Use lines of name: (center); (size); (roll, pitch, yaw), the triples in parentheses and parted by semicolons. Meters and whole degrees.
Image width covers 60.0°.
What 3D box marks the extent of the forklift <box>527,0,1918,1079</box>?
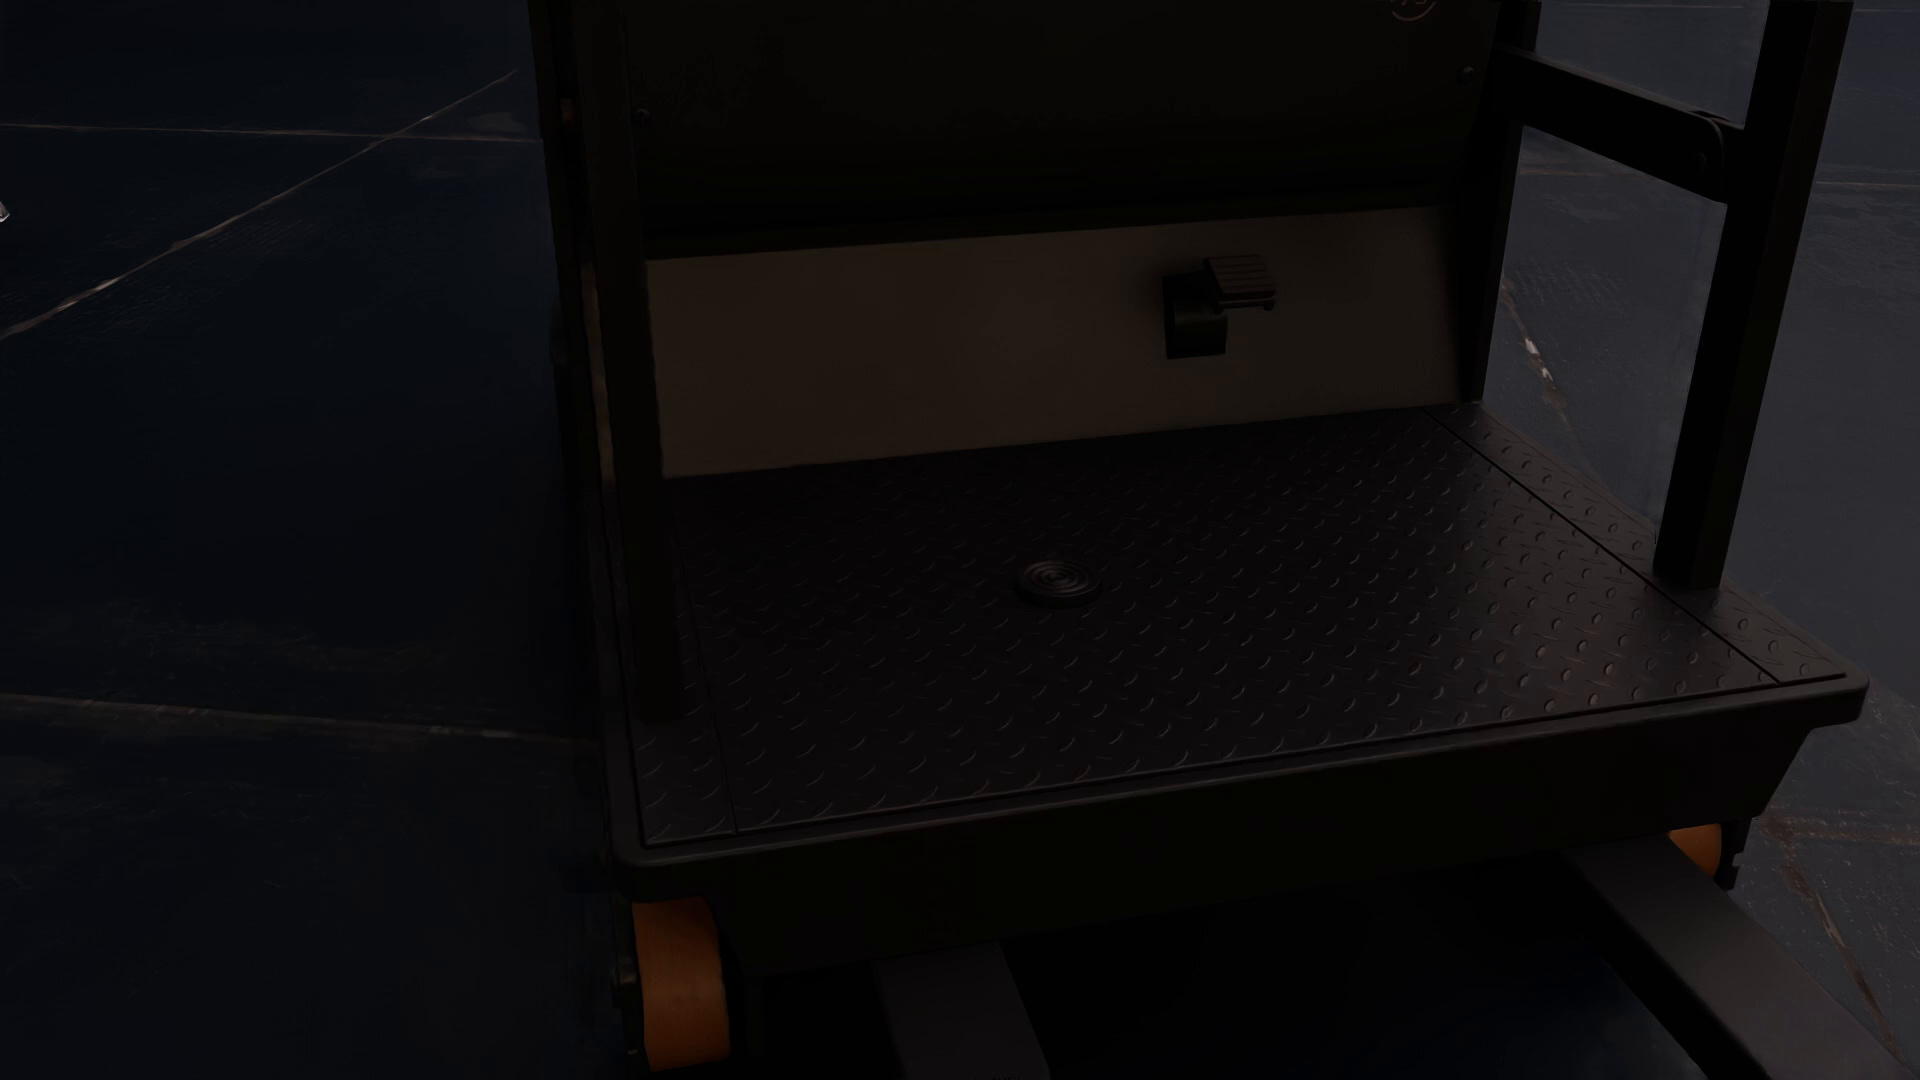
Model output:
forklift: (0.162, -1.015, 1.252); (1.130, 2.935, 3.031); (-6, 27, -12)

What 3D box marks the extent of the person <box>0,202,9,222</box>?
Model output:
person: (-2.192, -1.337, 3.570); (0.676, 1.478, 0.755); (-2, 27, -4)
